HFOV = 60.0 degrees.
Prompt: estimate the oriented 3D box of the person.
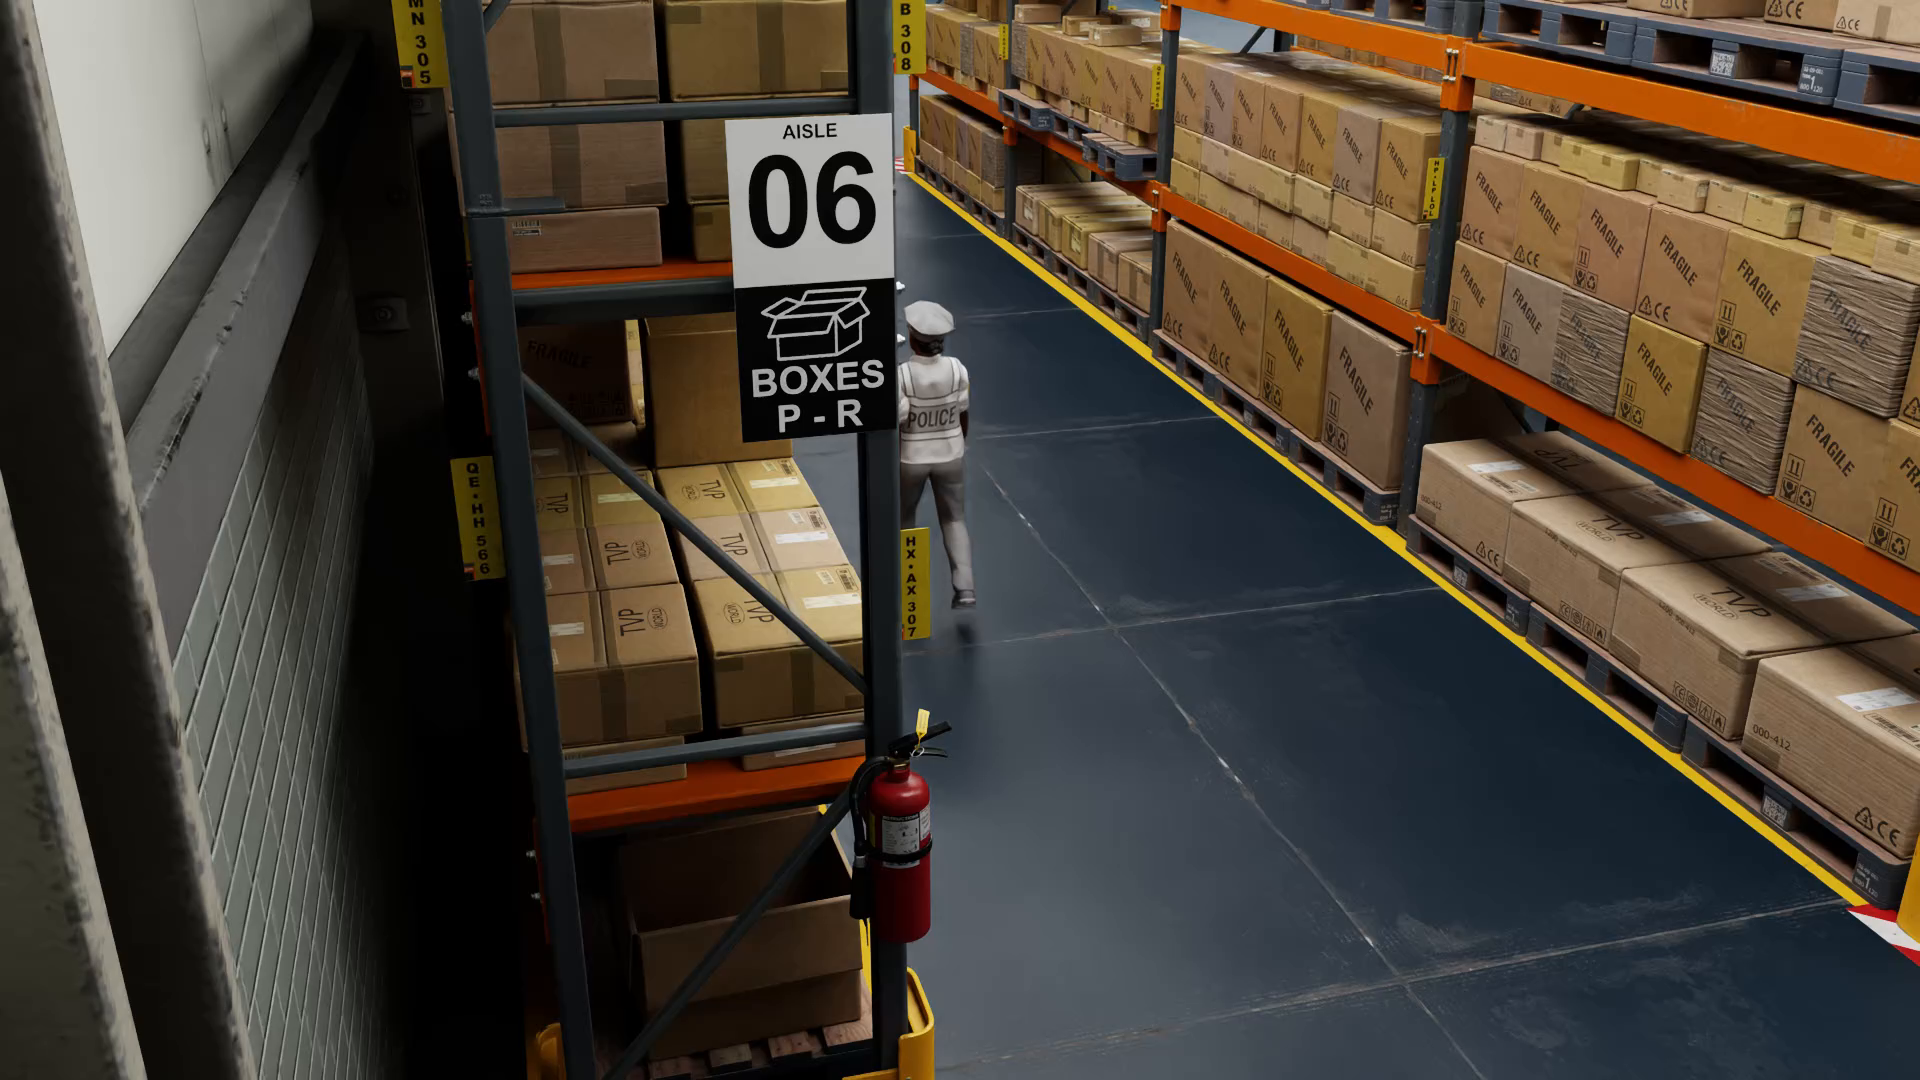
[{"bbox_3d":[-0.178,-0.425,8.549,0.458,1.652,0.842,-5,24,-11],"label":"person"}]
